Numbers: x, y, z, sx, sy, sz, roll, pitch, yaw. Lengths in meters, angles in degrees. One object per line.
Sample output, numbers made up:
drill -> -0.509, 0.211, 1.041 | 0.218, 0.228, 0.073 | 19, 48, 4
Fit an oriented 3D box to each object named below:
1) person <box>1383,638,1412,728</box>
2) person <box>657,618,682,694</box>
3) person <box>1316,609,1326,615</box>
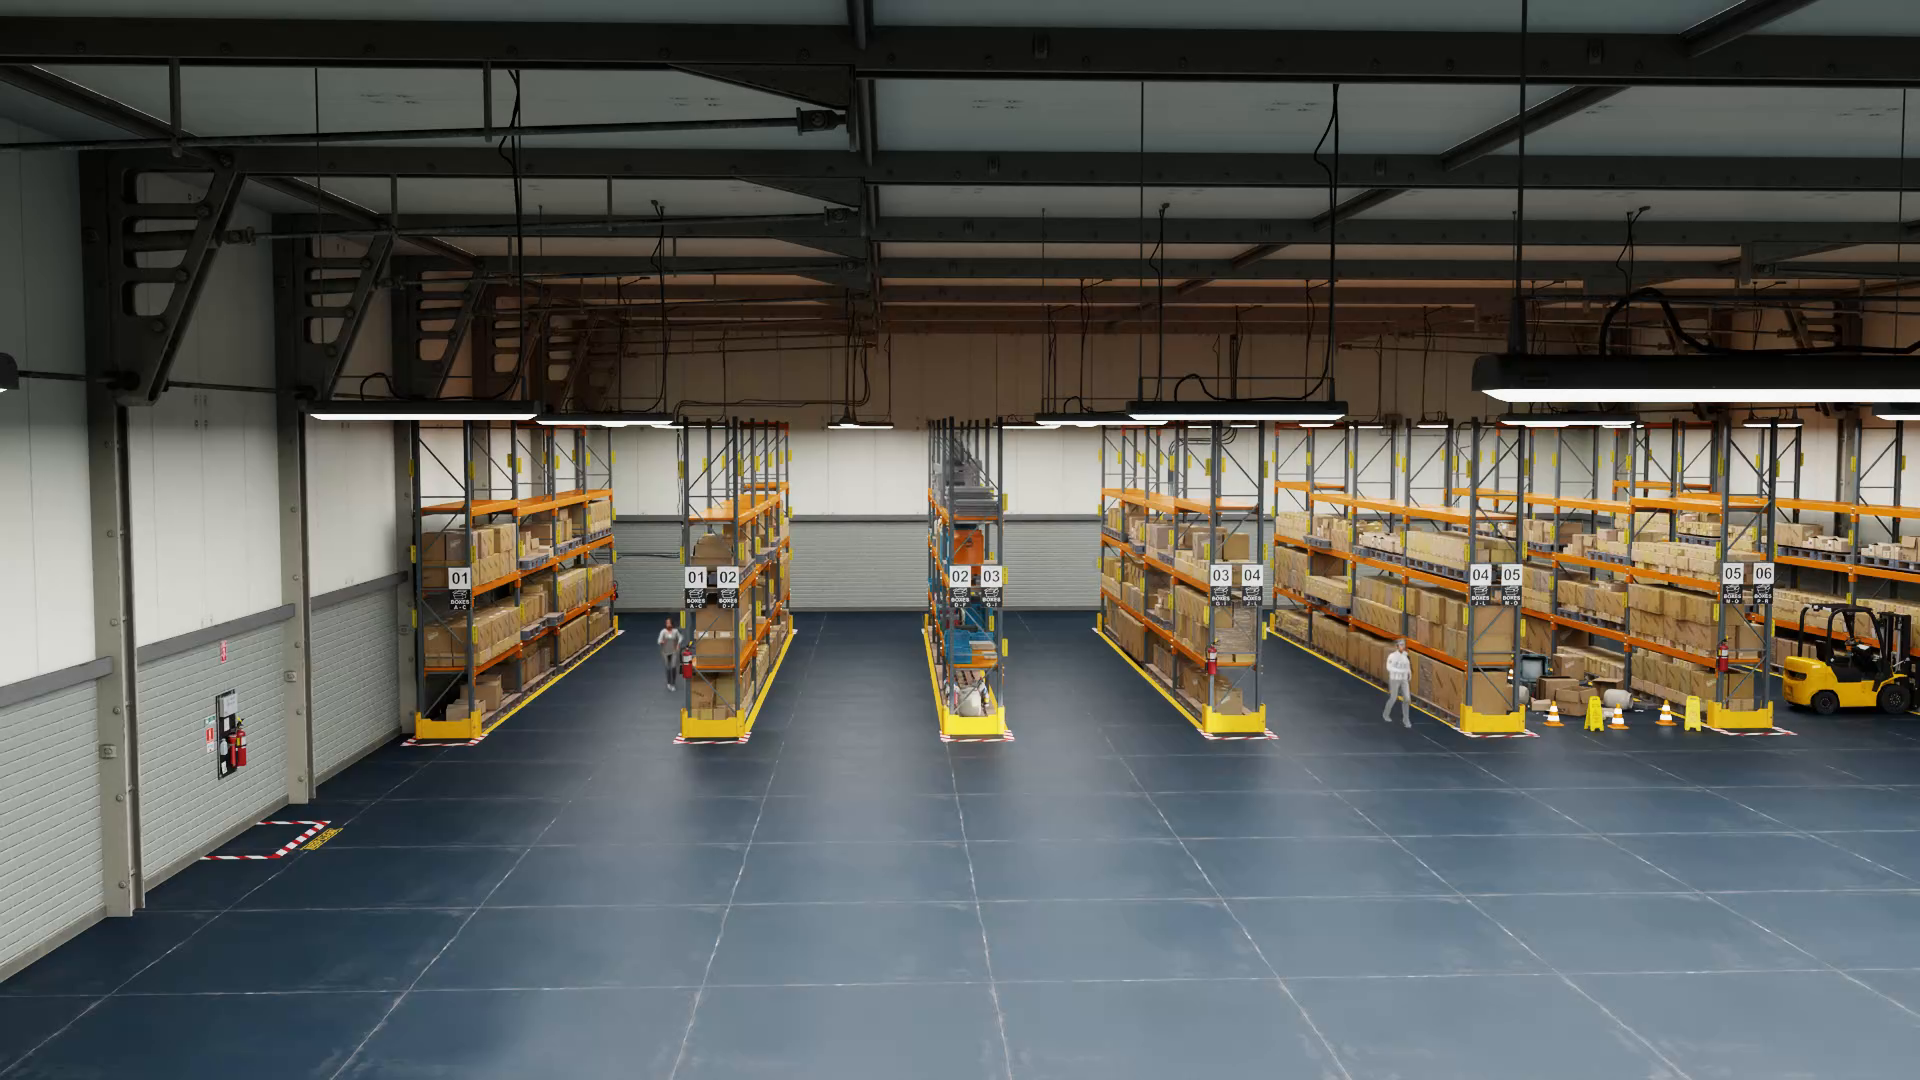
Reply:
person -> 8.548, 2.771, 32.423 | 0.626, 1.760, 0.752 | -1, 4, -19
person -> -6.383, 2.534, 36.553 | 0.522, 1.639, 0.700 | 0, 4, -7
person -> 10.530, 1.776, 48.542 | 0.690, 1.694, 0.606 | -3, 5, -41
